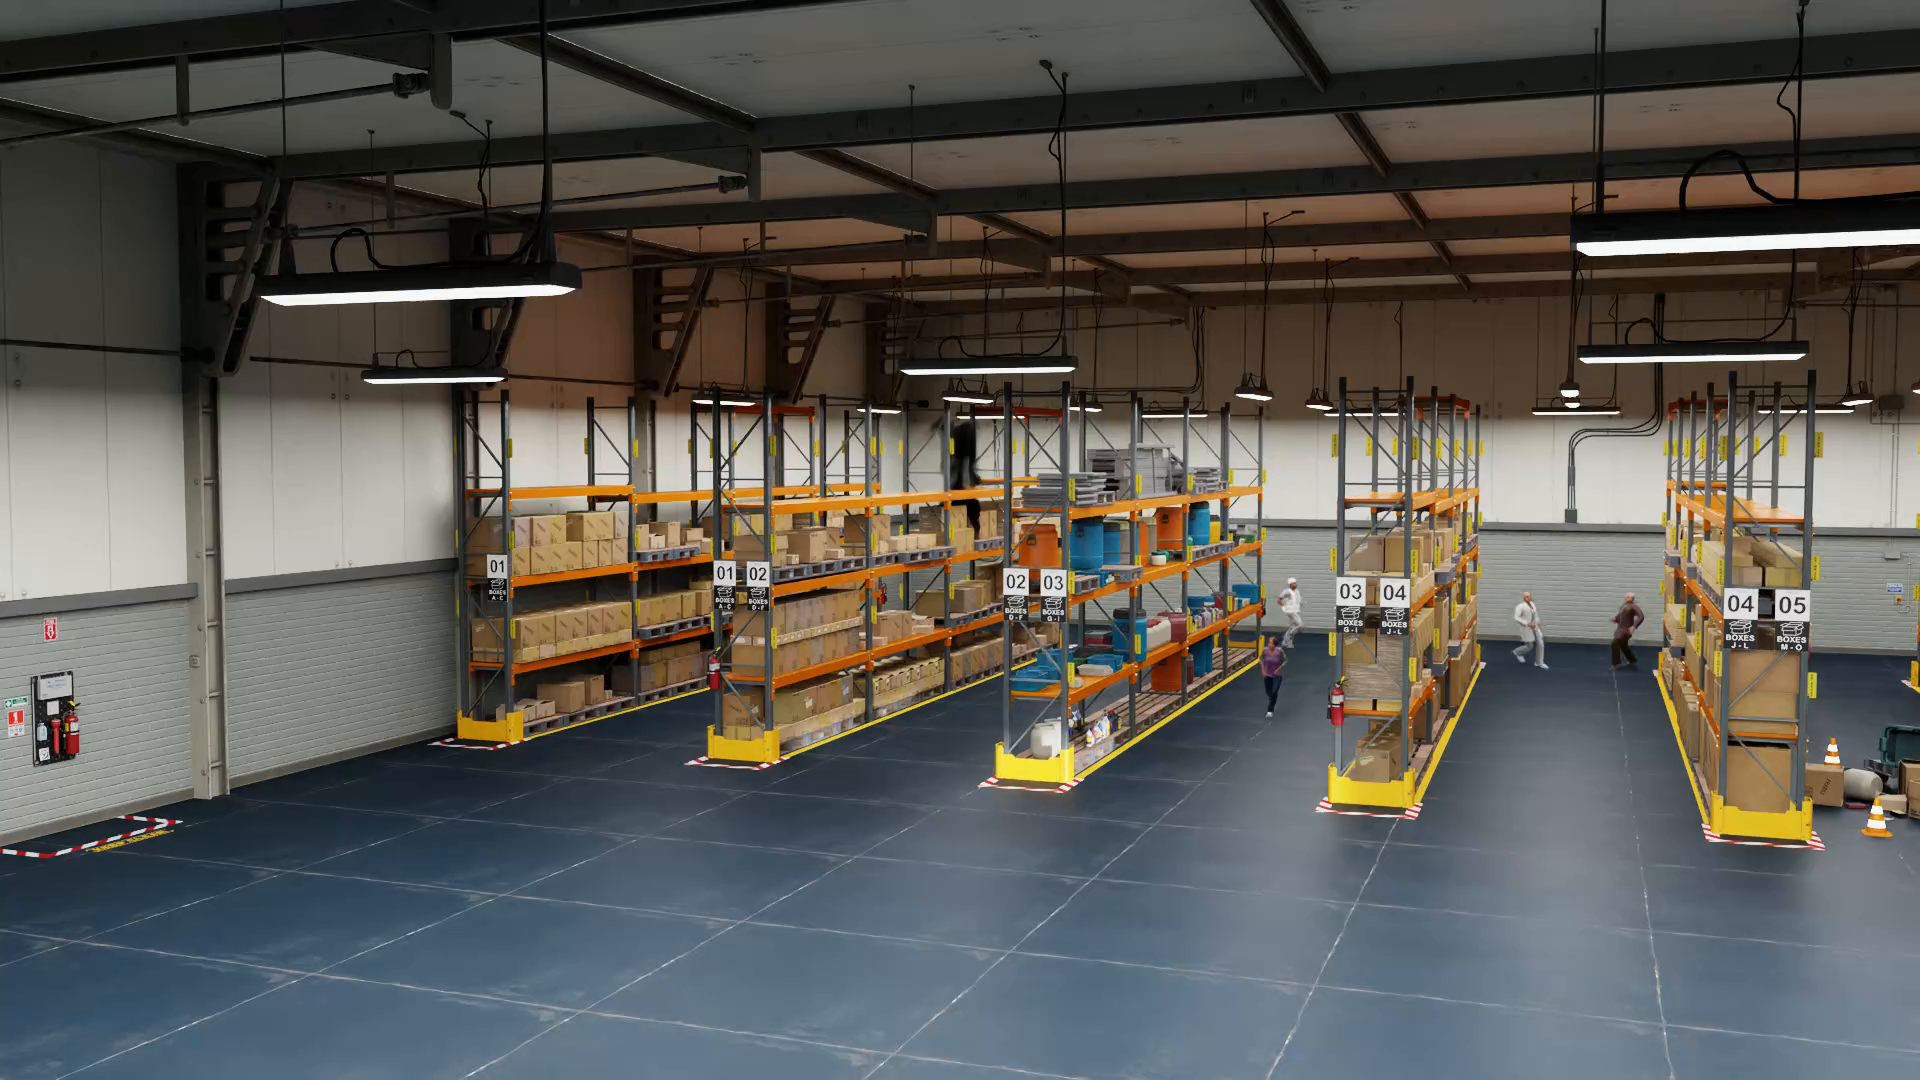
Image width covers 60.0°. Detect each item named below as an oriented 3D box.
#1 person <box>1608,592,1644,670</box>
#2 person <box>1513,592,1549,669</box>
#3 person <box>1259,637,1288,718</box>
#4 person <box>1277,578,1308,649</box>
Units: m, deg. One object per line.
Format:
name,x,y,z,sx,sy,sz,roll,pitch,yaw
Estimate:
person,15.035,2.086,37.553,0.748,1.823,0.768,0,3,3
person,12.960,2.054,38.022,0.751,1.745,0.907,-2,4,-28
person,5.854,2.550,31.063,0.533,1.537,0.715,1,3,16
person,8.349,1.824,41.546,0.678,1.761,0.663,2,4,35
